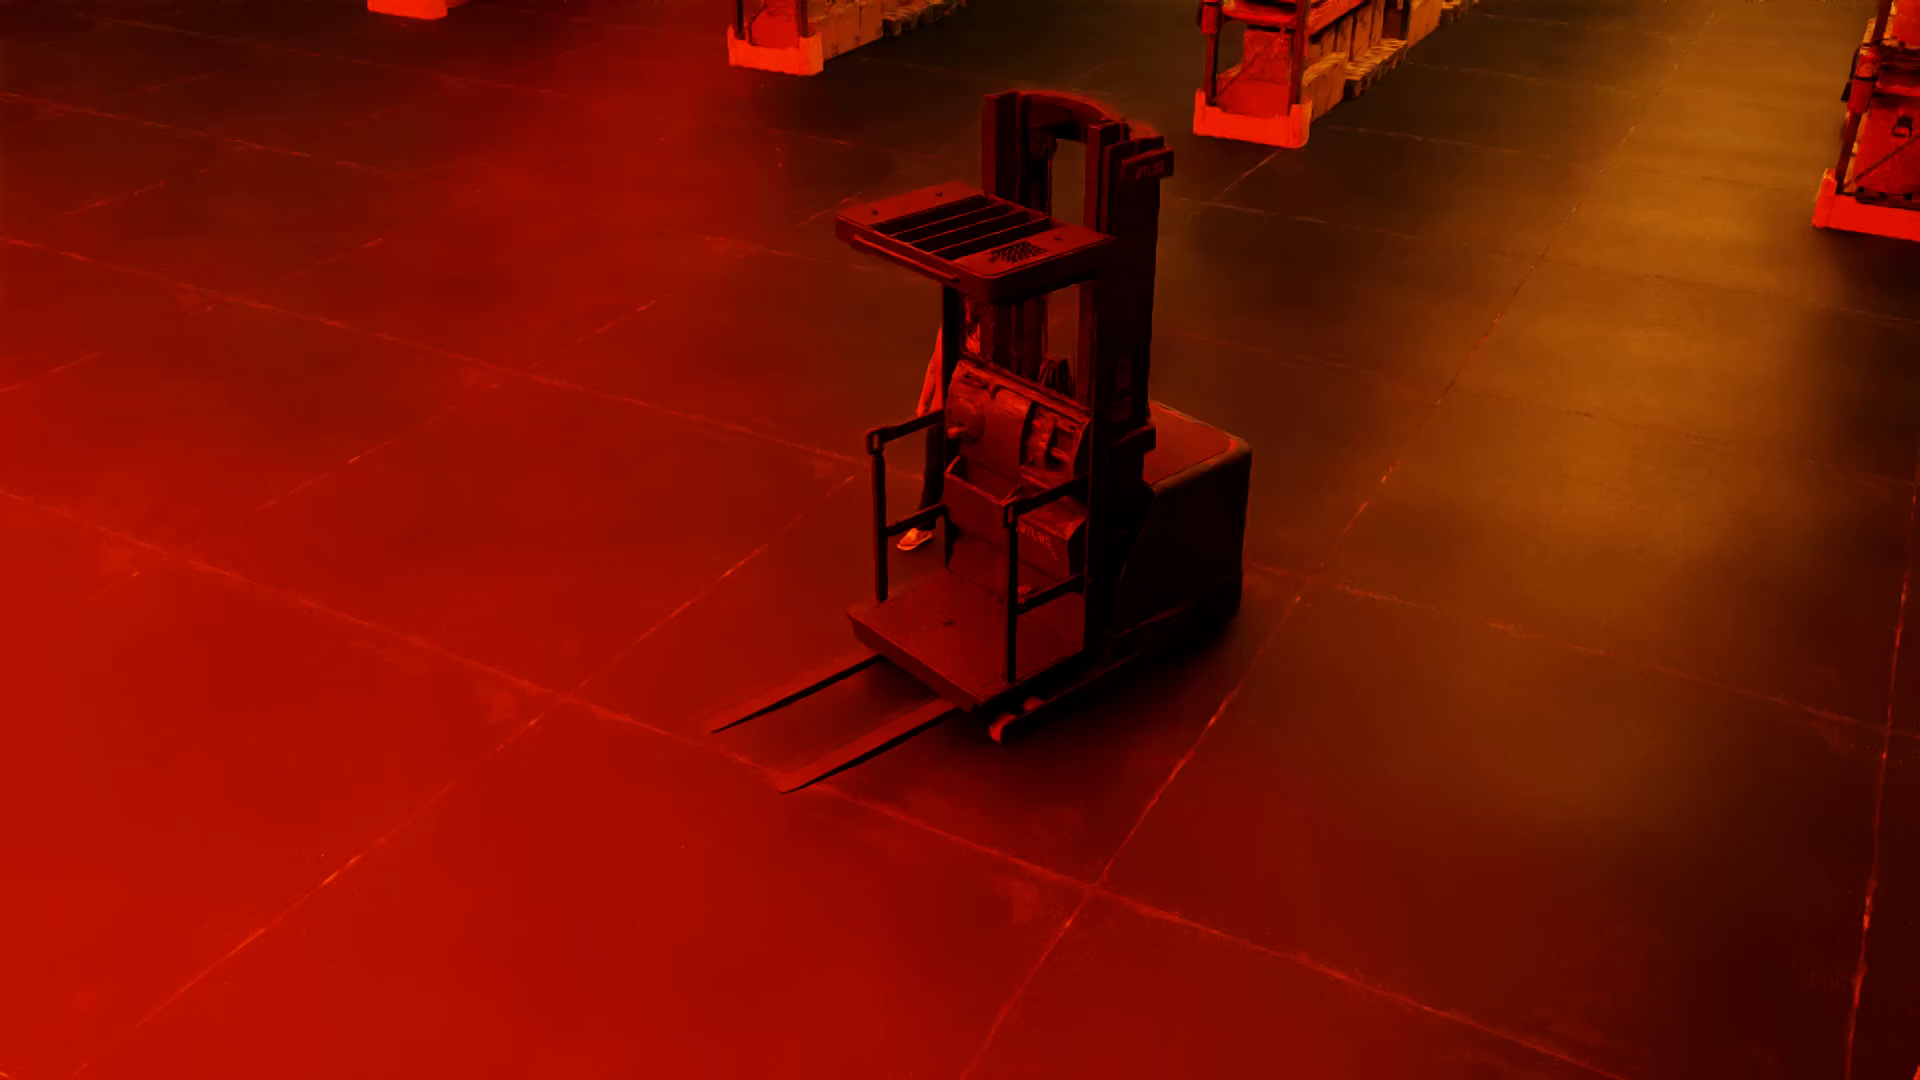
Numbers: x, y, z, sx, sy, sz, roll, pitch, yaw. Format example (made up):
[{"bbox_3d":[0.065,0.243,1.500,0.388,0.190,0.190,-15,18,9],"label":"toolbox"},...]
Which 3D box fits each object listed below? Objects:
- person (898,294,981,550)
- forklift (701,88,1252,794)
[{"bbox_3d":[-0.048,-0.669,9.550,0.520,1.597,0.474,15,33,25],"label":"person"},{"bbox_3d":[0.113,-0.548,8.021,3.031,2.935,1.130,-24,37,-35],"label":"forklift"}]
